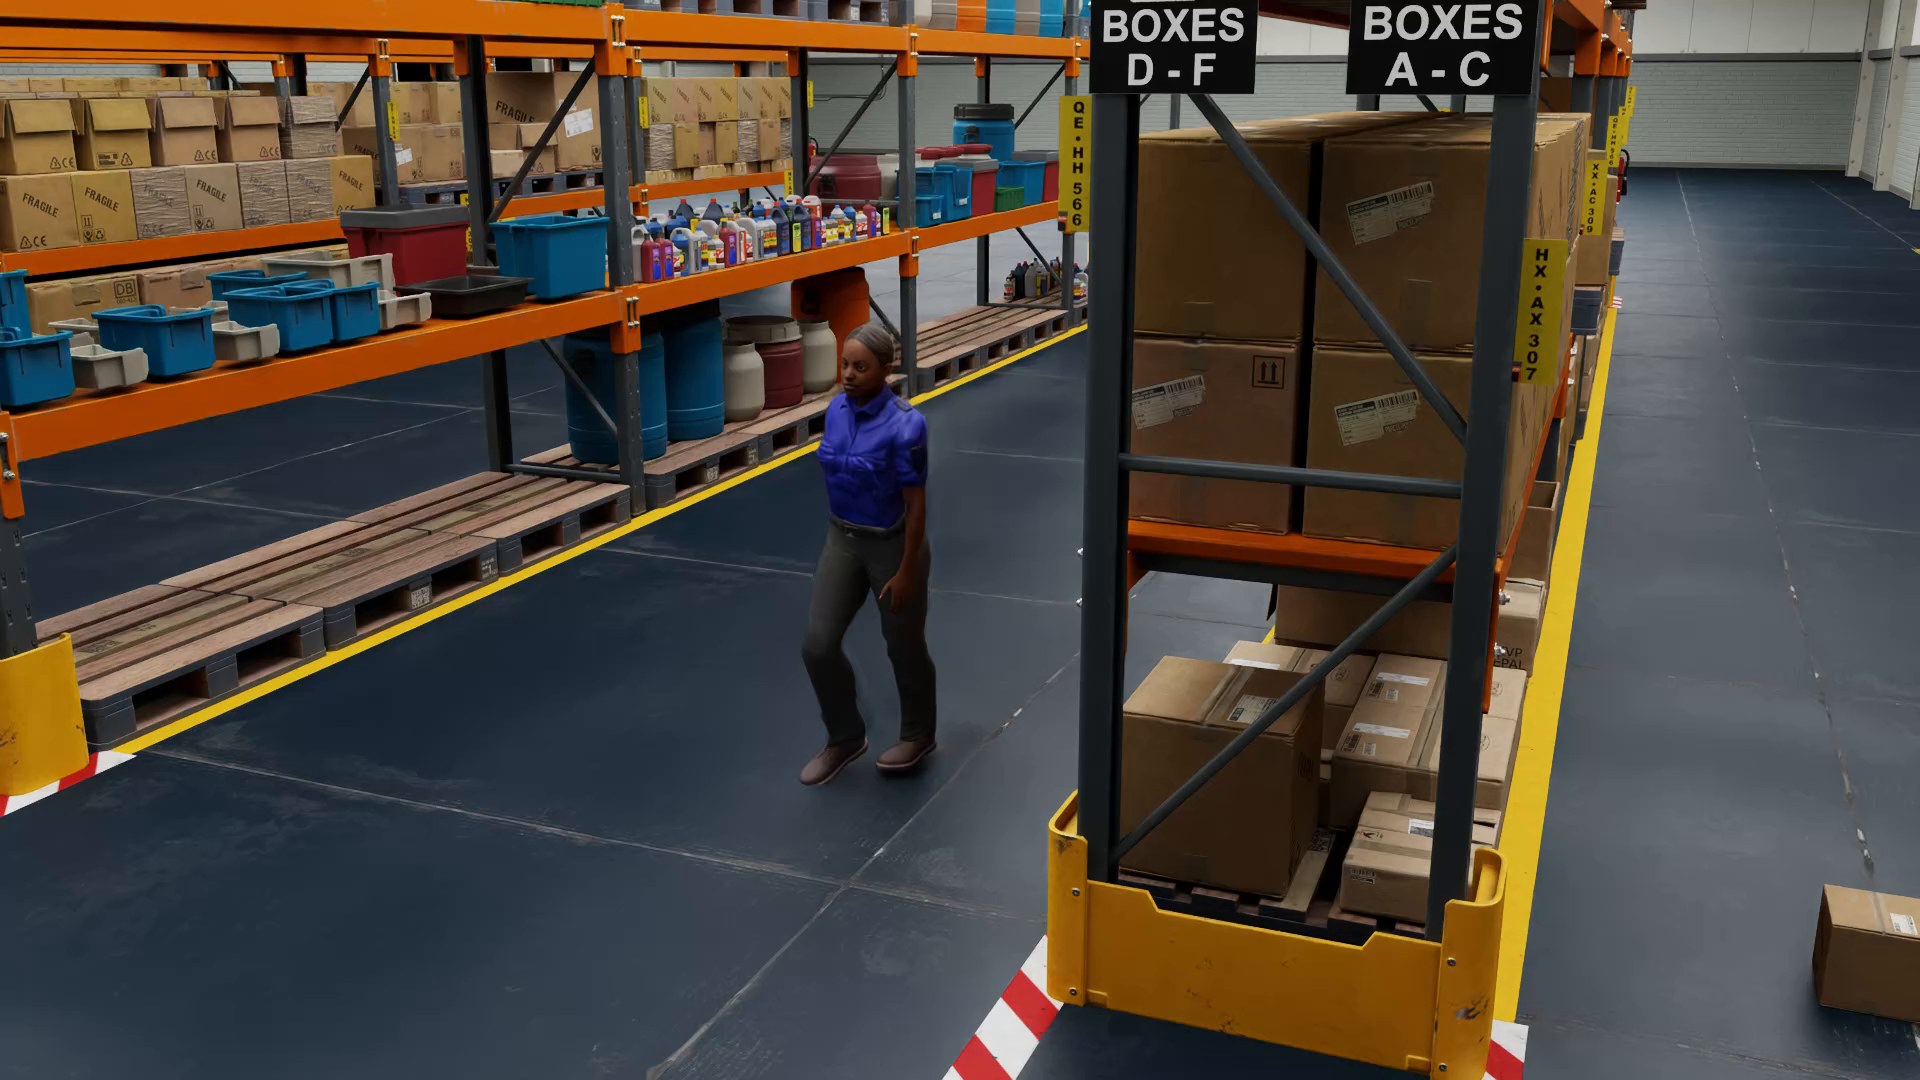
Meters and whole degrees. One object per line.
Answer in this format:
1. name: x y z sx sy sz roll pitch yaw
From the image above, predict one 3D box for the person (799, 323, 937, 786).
1. person: -0.279 0.067 5.810 0.482 1.682 0.533 10 19 32
